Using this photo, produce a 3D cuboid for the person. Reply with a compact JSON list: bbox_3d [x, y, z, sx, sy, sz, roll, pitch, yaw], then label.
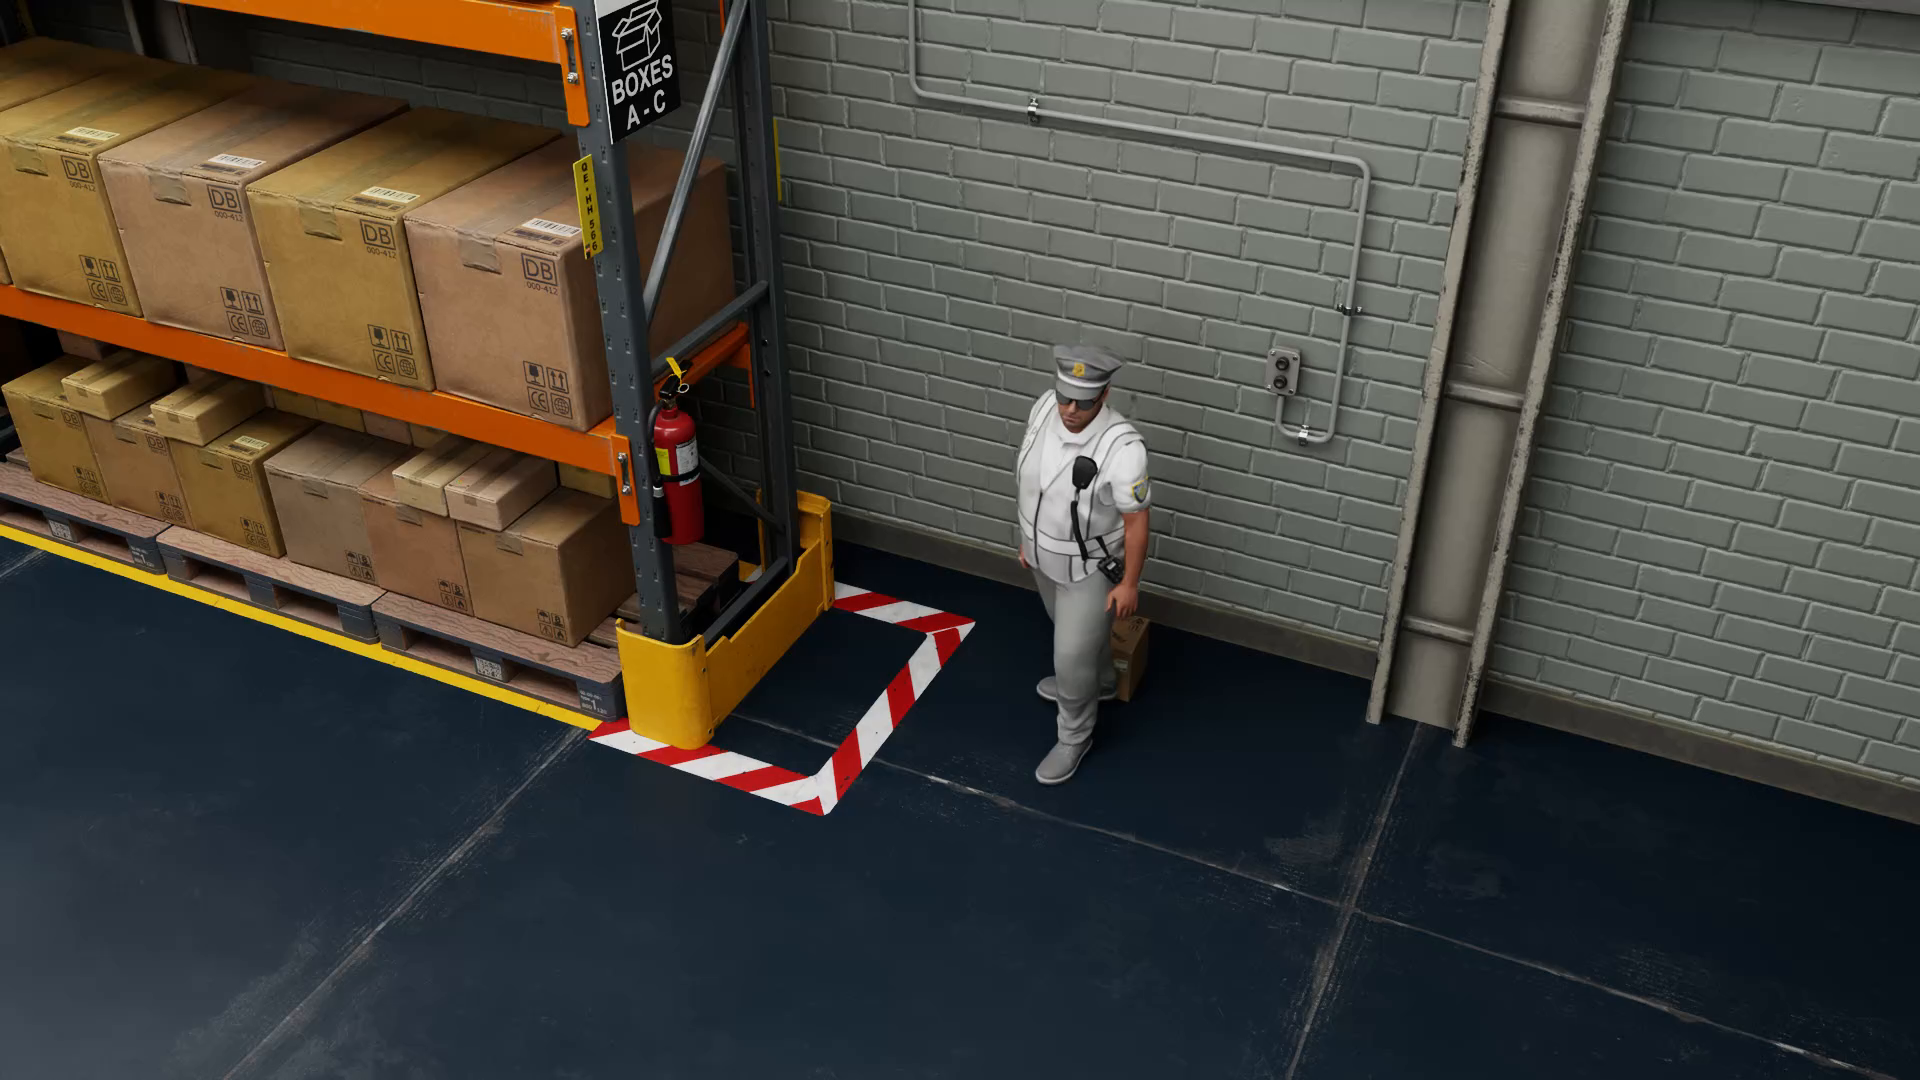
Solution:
[{"bbox_3d":[0.447,0.040,6.071,0.586,1.747,0.569,-23,40,-31],"label":"person"}]
